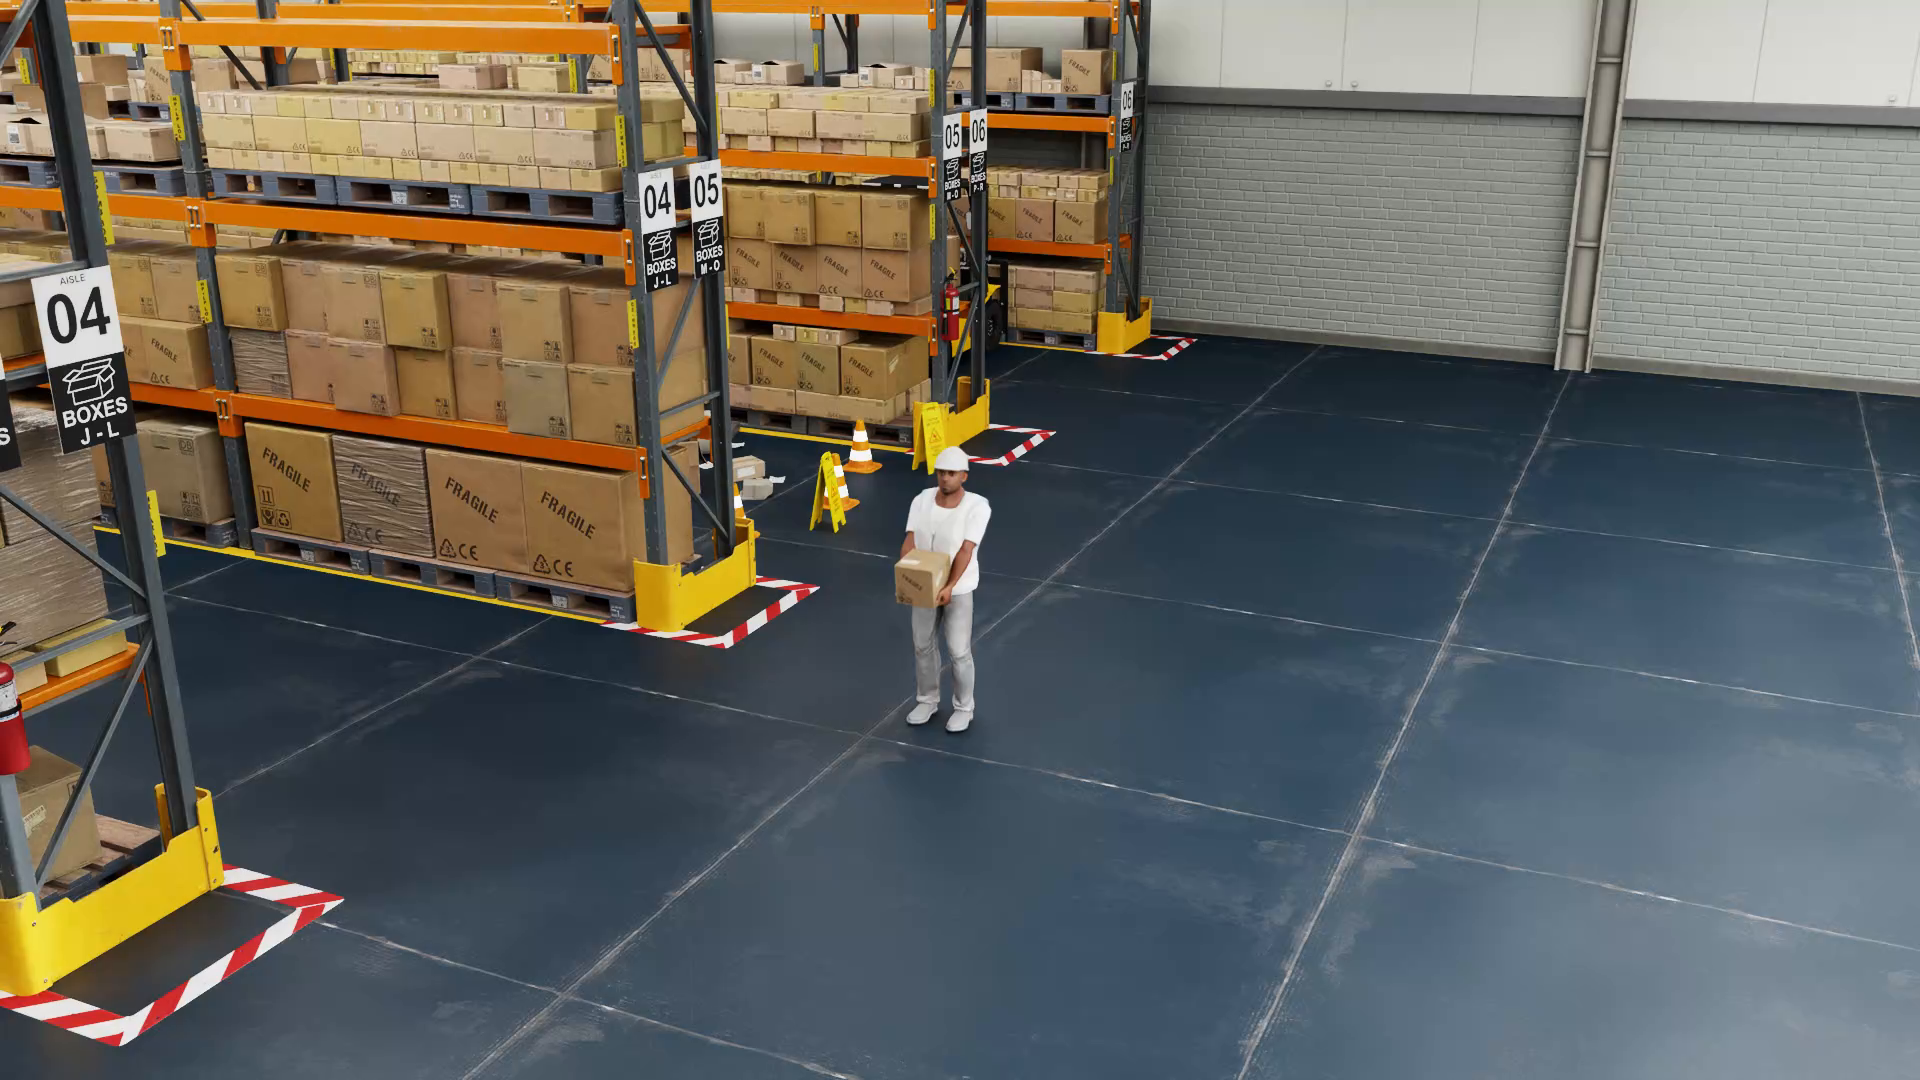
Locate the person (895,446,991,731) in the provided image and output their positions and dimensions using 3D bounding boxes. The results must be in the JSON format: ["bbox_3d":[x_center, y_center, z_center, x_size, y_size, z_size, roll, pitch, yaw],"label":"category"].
[{"bbox_3d":[-0.123,0.321,10.100,0.503,1.760,0.577,9,21,24],"label":"person"}]
